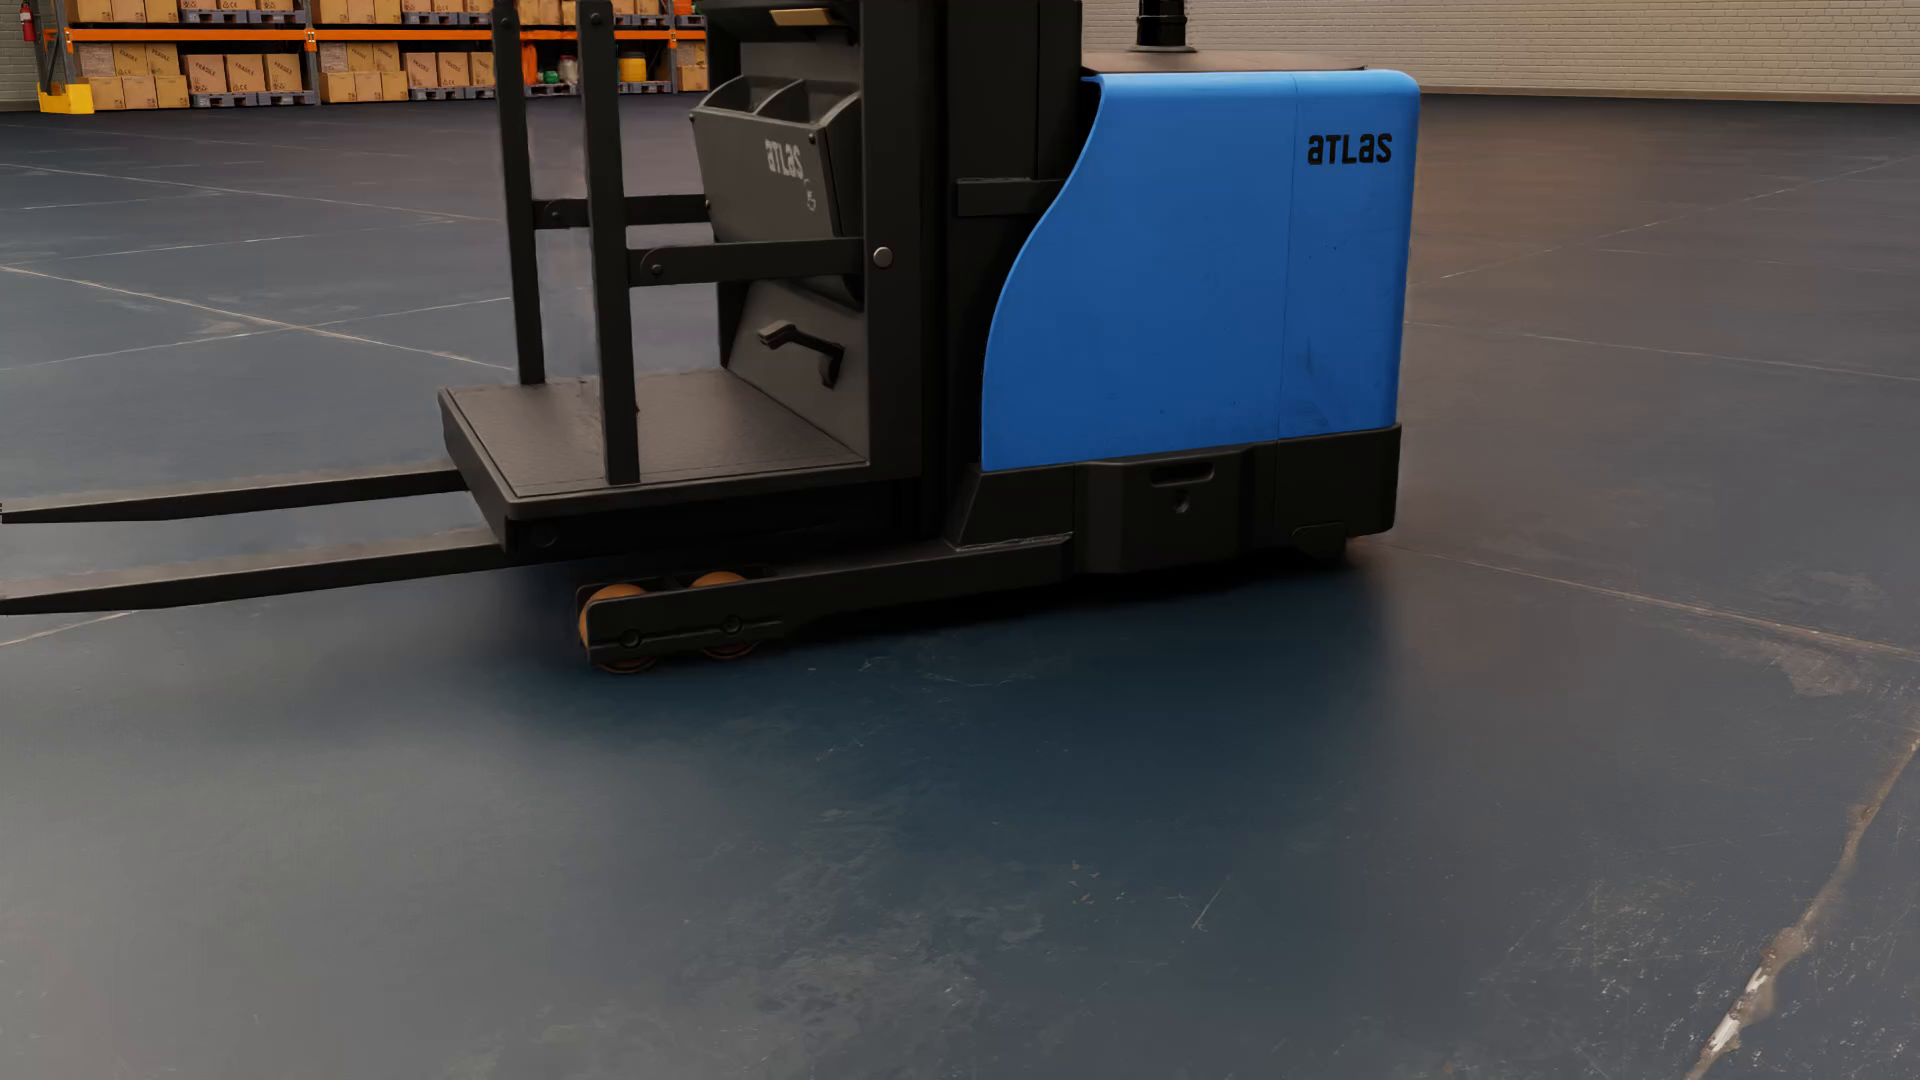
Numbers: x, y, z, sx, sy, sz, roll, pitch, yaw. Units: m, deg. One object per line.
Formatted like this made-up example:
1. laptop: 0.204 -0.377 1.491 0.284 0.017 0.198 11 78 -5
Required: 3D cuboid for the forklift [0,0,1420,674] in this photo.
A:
1. forklift: -0.570 -1.325 3.261 3.031 2.935 1.130 -7 18 -22
